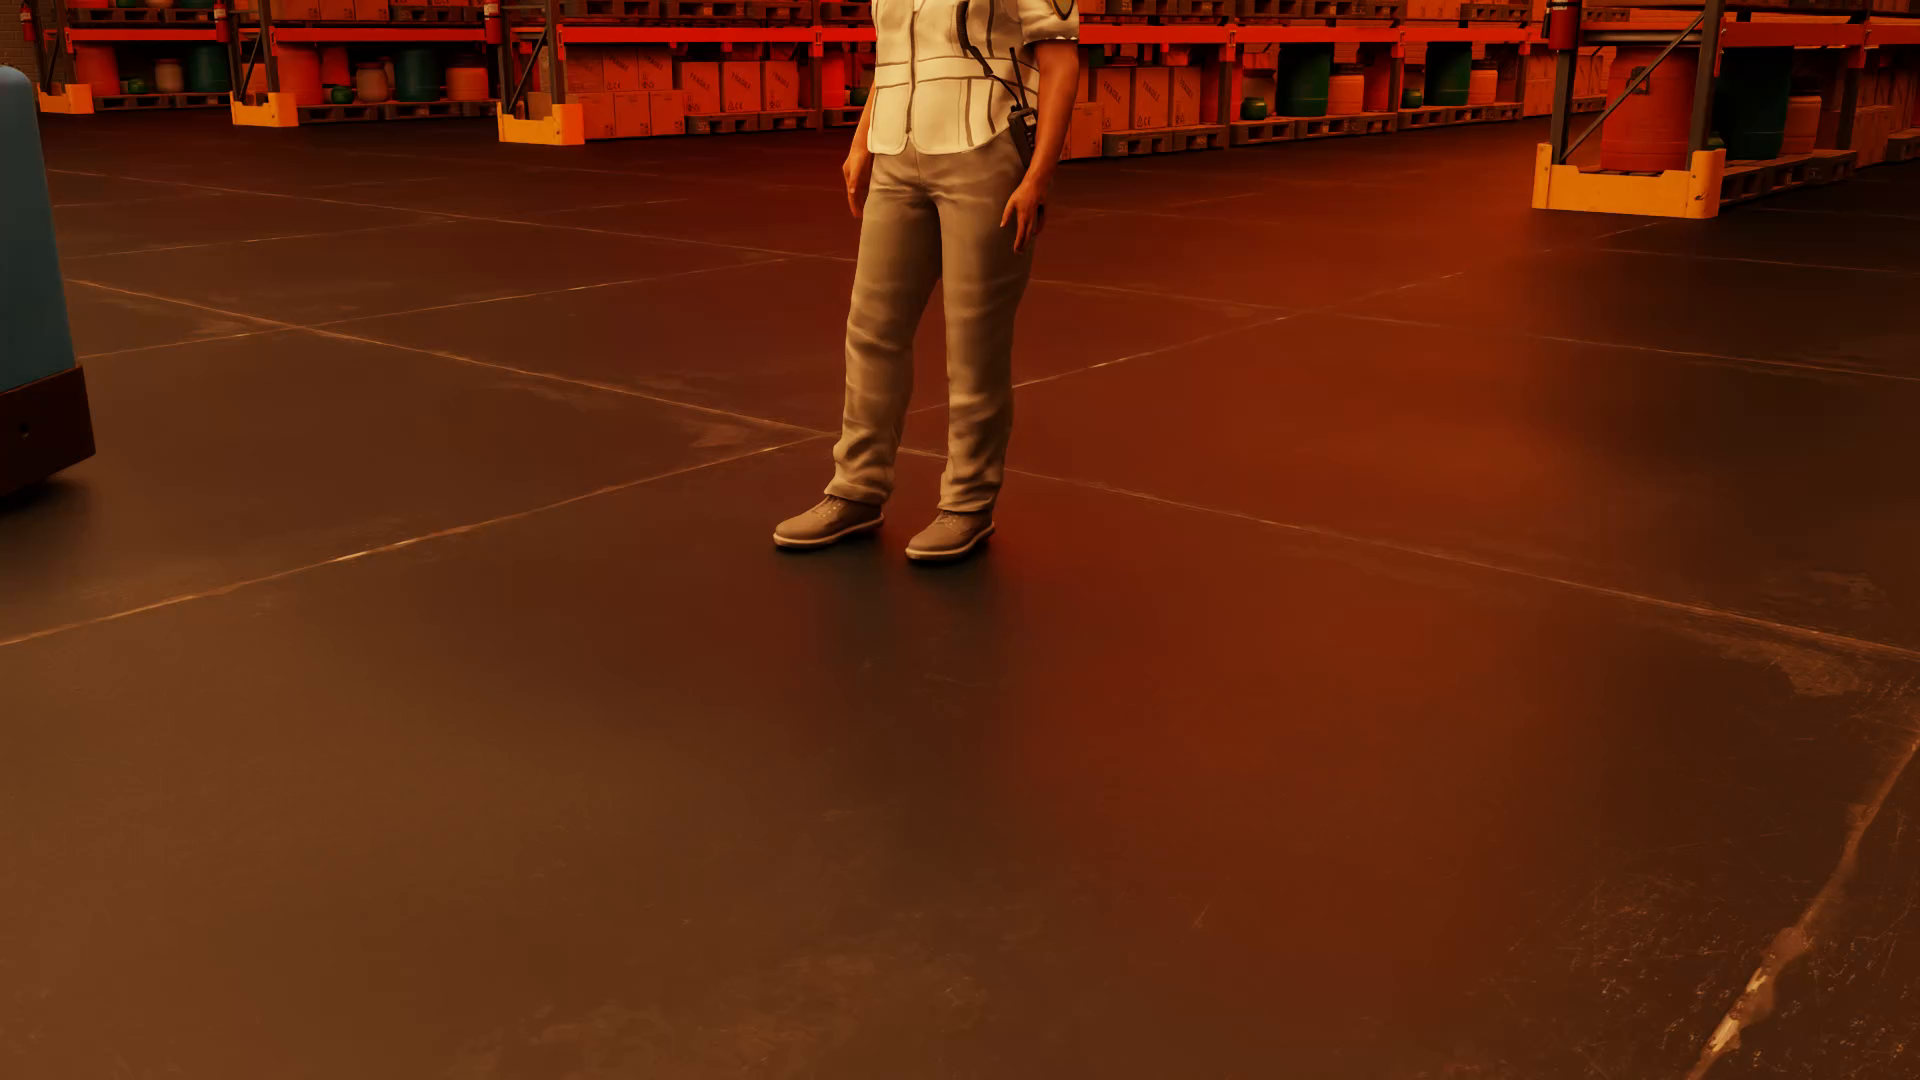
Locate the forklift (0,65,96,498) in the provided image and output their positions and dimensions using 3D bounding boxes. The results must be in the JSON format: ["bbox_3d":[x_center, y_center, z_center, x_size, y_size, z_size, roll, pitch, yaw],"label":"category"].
[{"bbox_3d":[-3.840,-1.449,3.669,3.031,2.935,1.130,1,17,2],"label":"forklift"}]

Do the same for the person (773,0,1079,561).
[{"bbox_3d":[-0.067,-0.791,3.655,0.598,1.670,0.529,13,21,37],"label":"person"}]
